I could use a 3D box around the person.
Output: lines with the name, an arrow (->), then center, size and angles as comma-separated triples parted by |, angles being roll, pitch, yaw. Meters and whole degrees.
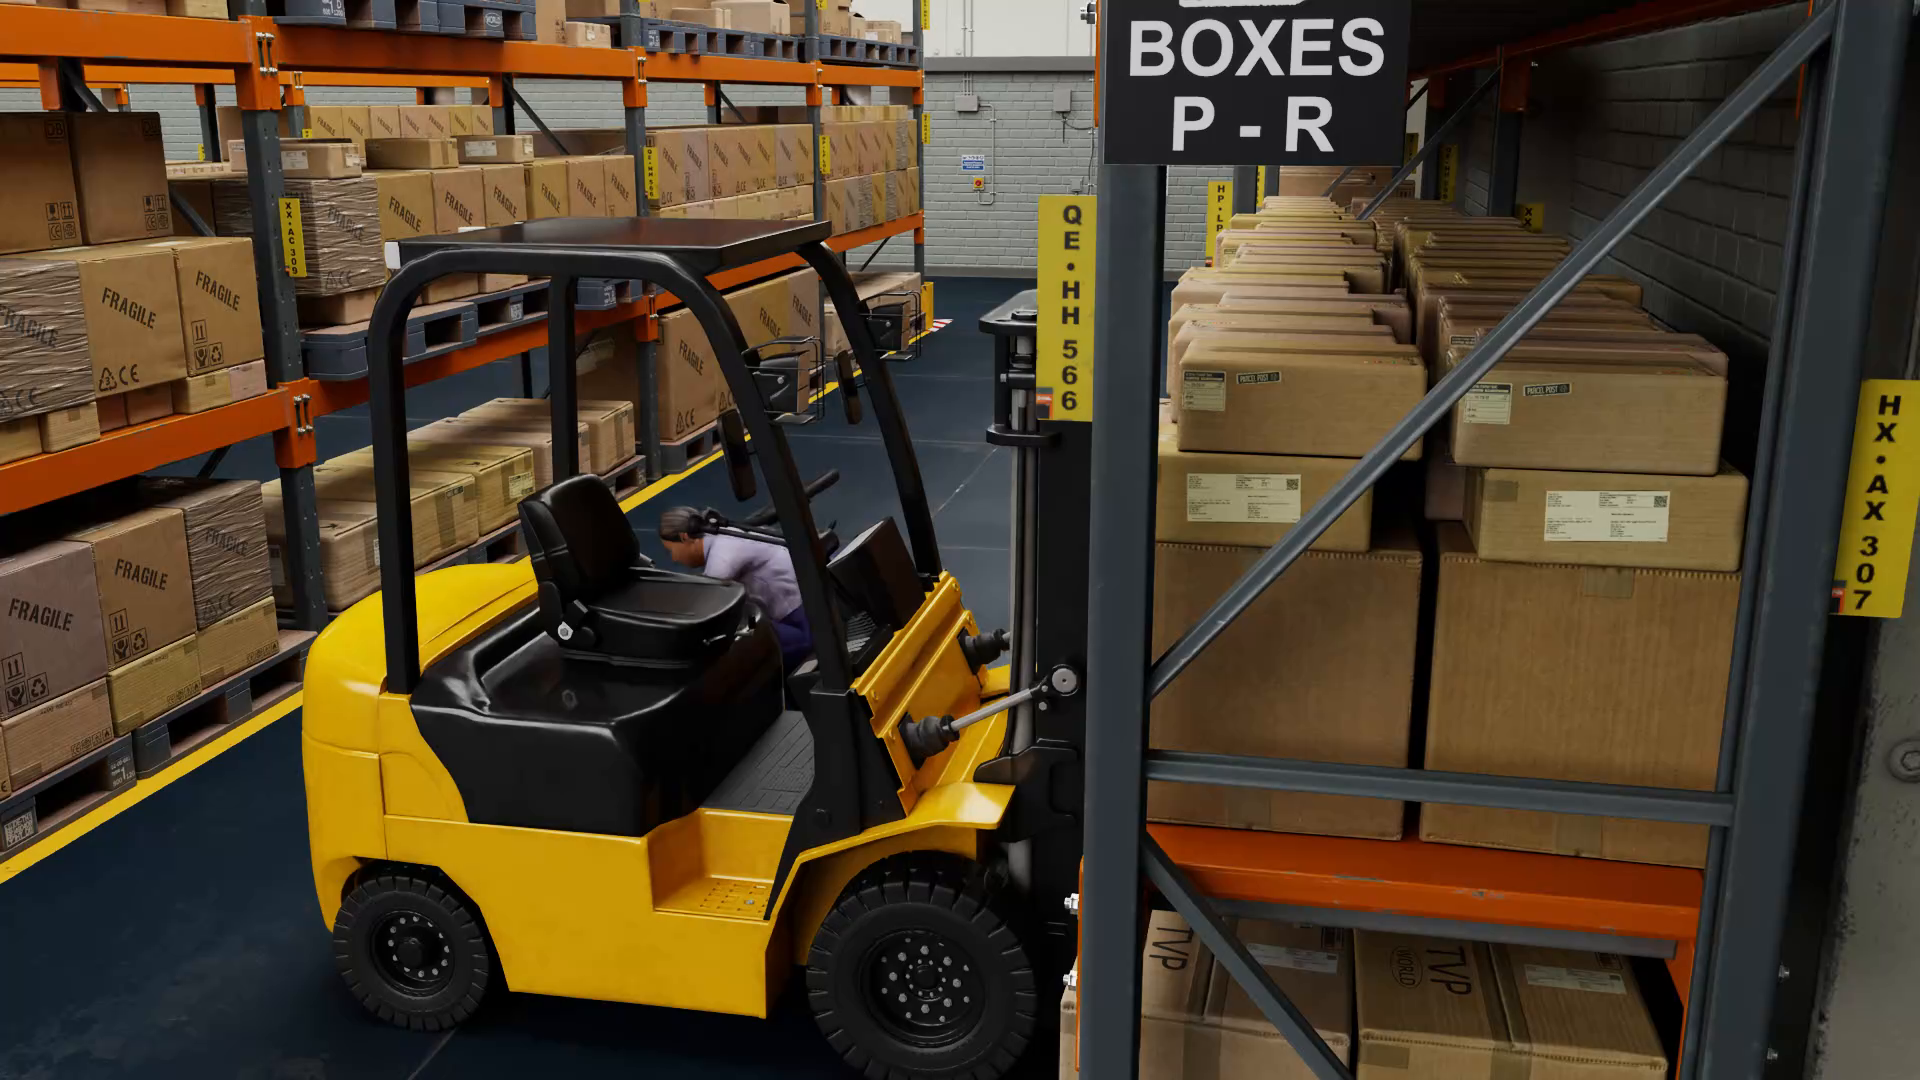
person -> -0.814, 0.336, 6.632 | 0.825, 0.961, 0.525 | 3, 15, 11
